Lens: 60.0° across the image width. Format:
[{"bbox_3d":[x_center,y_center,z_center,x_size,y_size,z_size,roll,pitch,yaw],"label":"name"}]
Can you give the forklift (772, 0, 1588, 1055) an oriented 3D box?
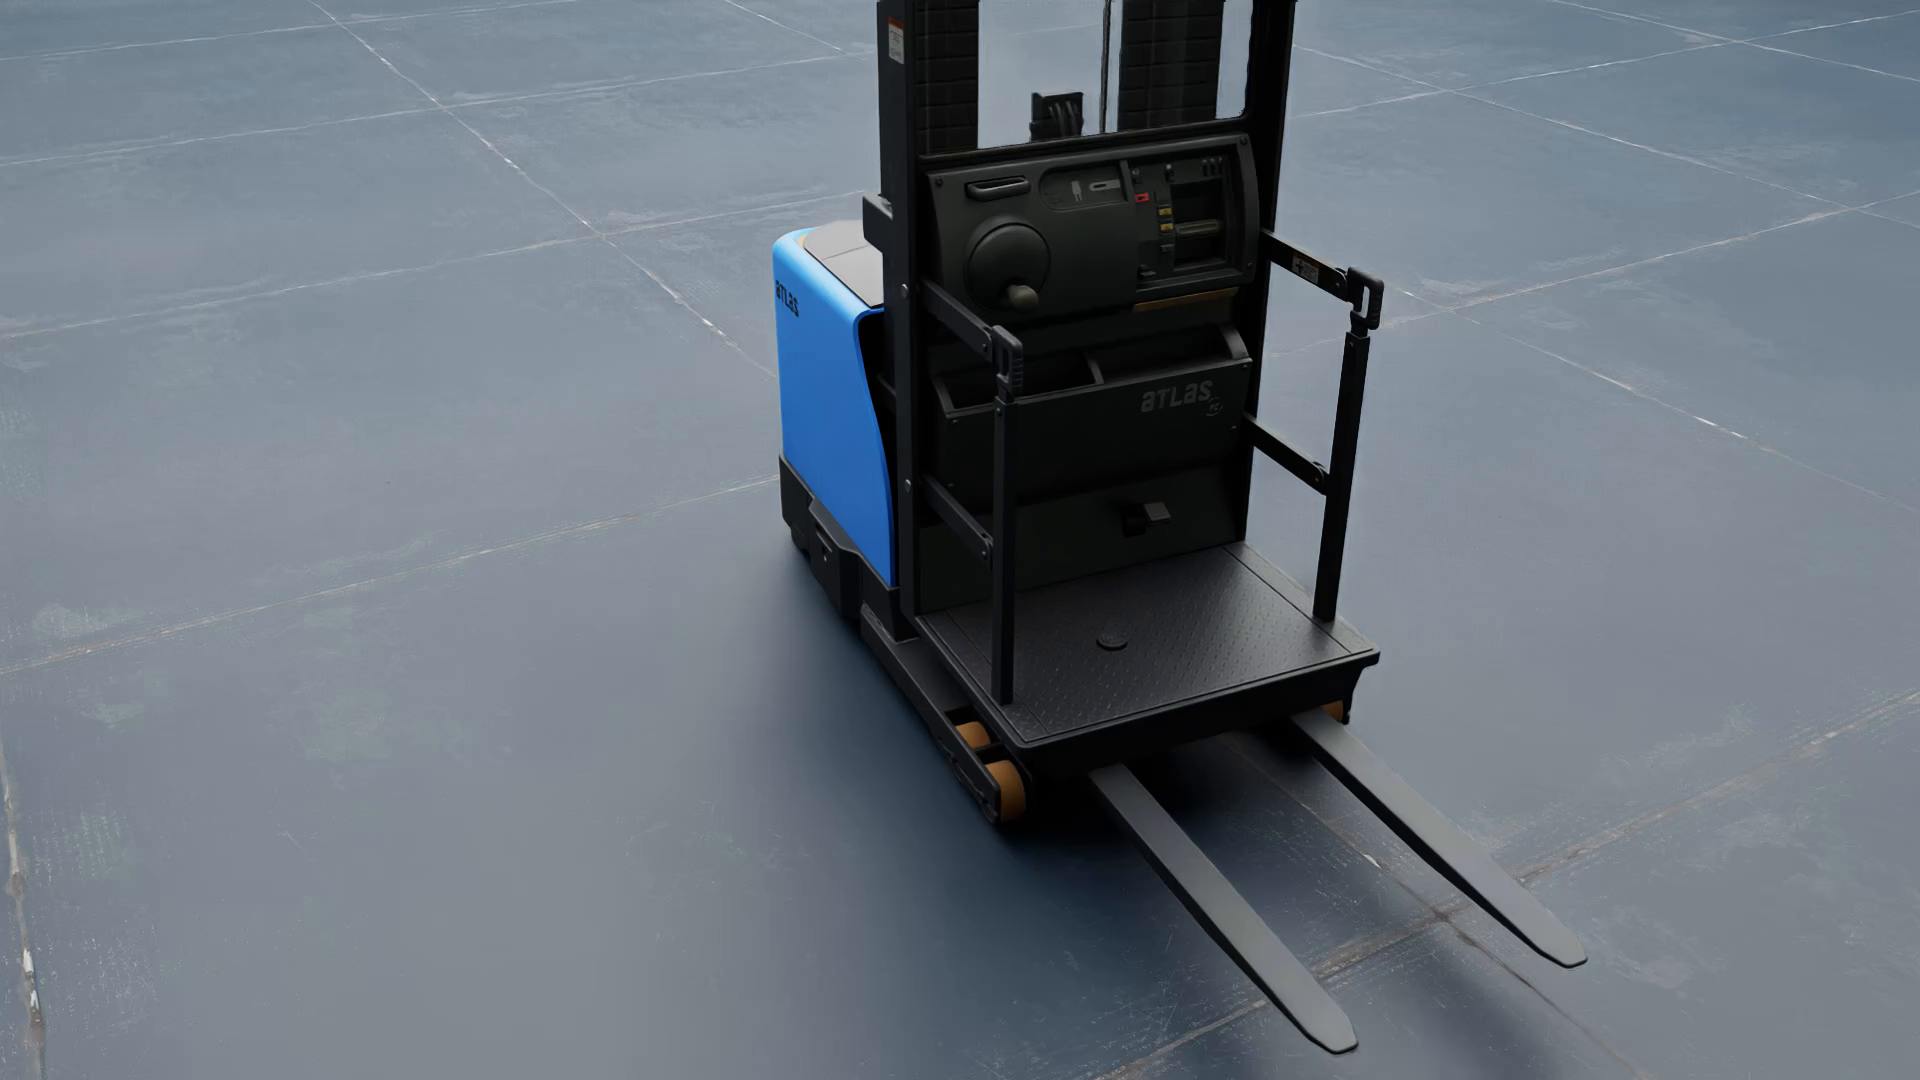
[{"bbox_3d":[0.449,-0.773,4.117,1.130,2.935,3.031,-12,31,-21],"label":"forklift"}]
